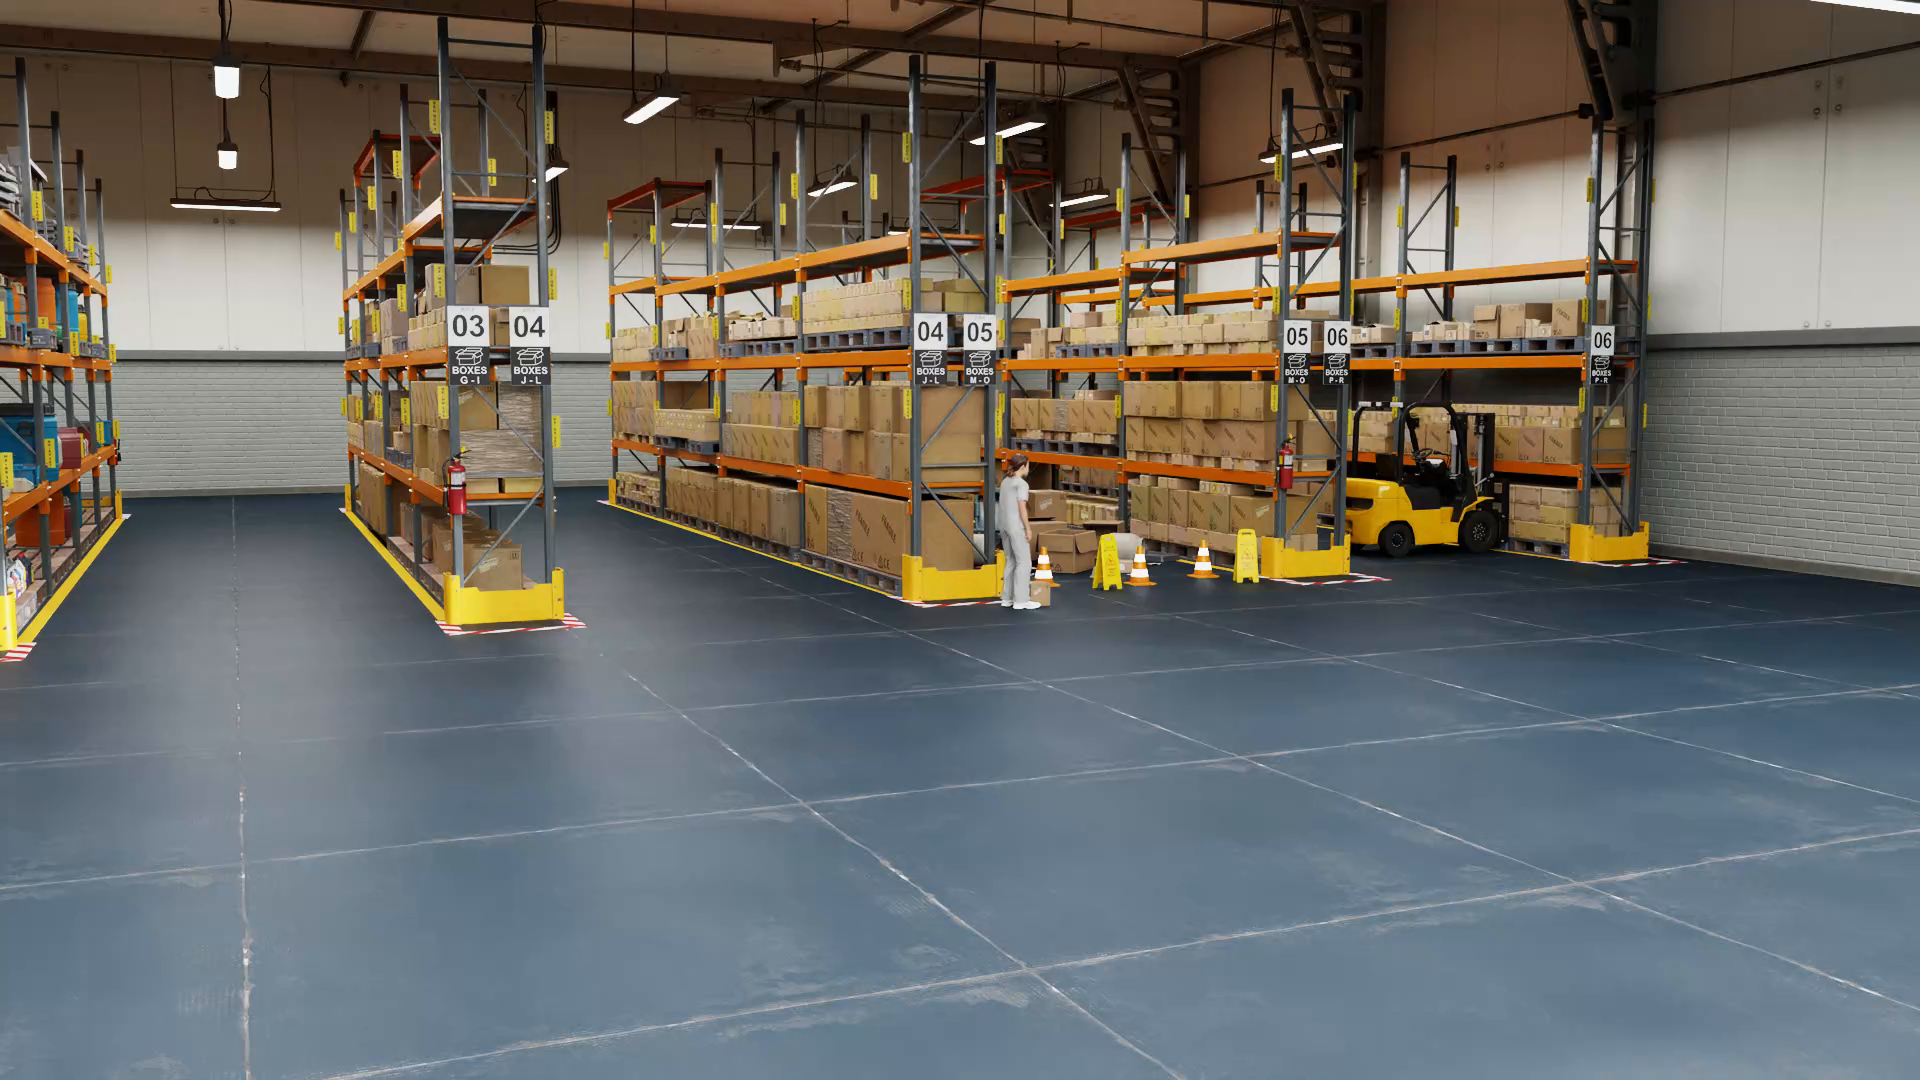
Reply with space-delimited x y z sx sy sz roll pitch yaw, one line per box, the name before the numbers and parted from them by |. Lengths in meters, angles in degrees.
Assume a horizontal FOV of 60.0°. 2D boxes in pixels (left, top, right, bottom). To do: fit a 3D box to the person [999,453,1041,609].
person | 0.614 -0.103 18.040 0.359 1.672 0.489 -3 6 -30
